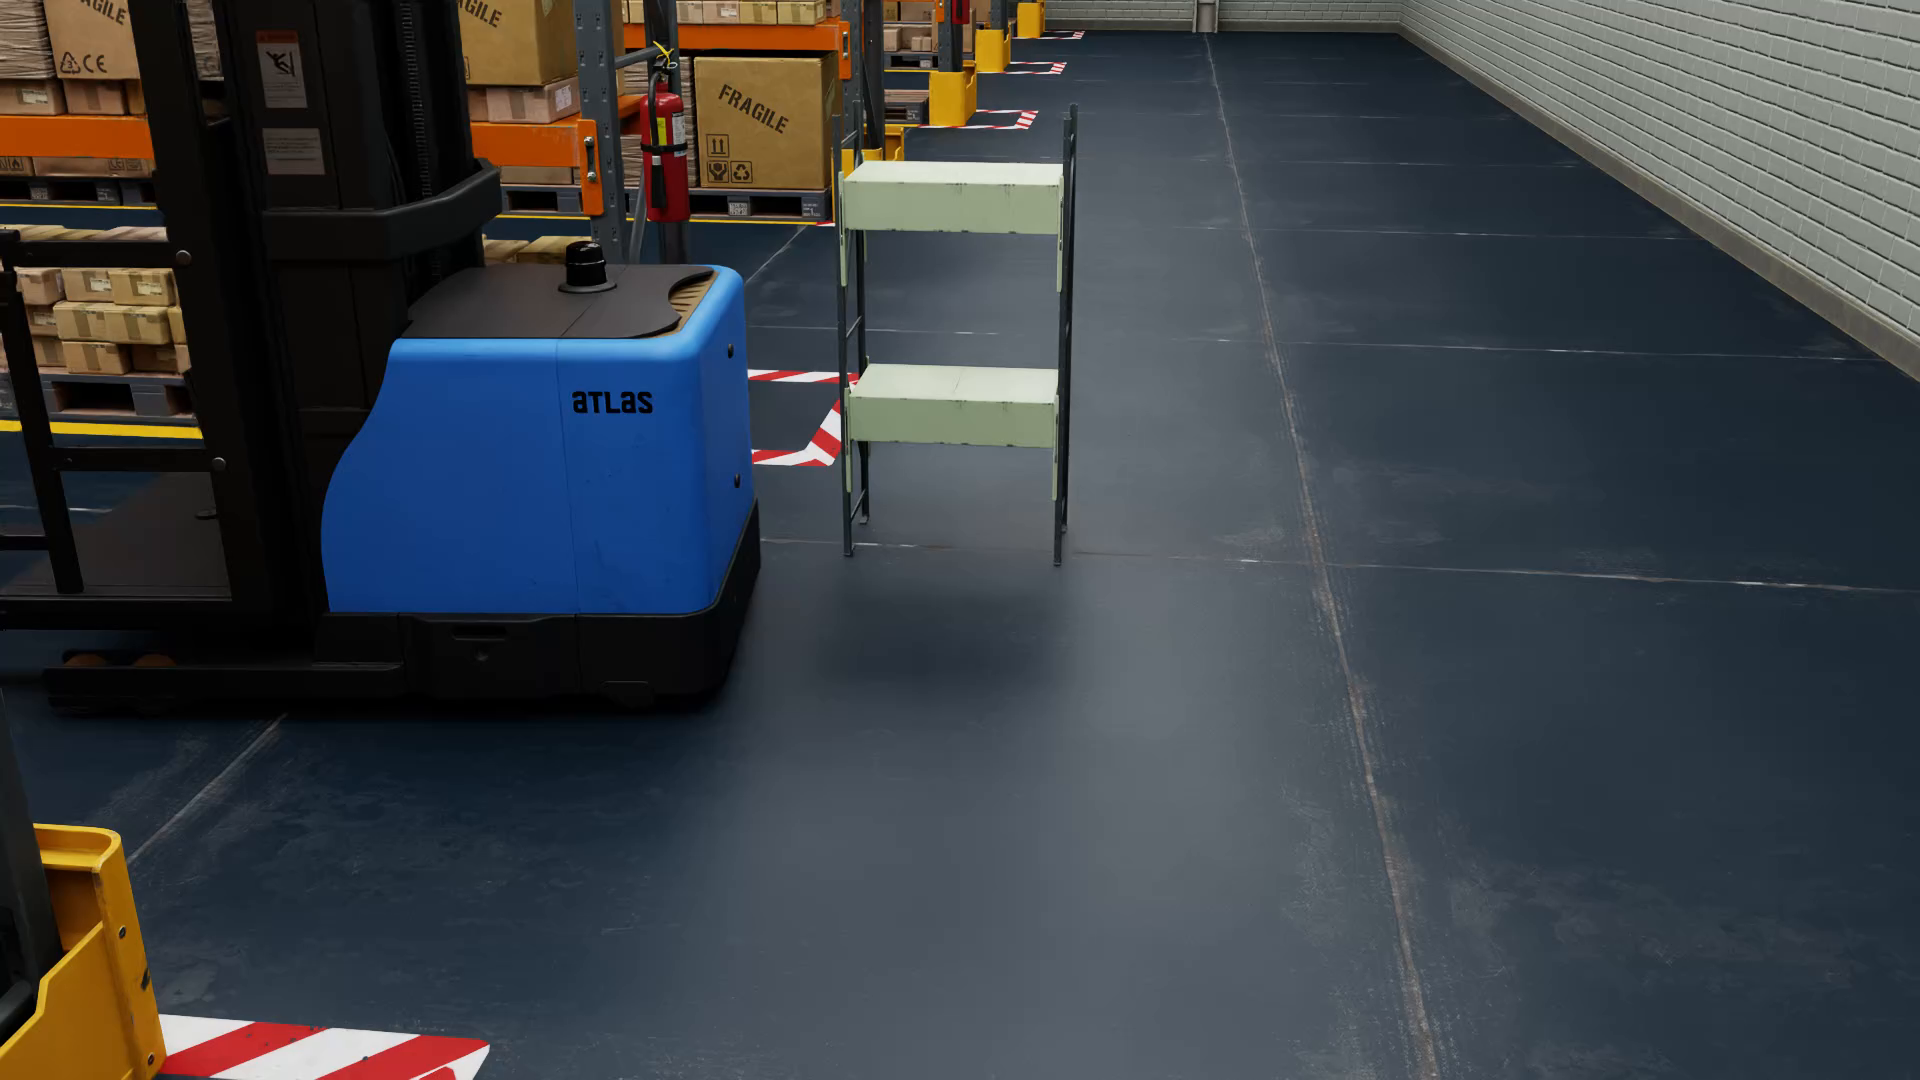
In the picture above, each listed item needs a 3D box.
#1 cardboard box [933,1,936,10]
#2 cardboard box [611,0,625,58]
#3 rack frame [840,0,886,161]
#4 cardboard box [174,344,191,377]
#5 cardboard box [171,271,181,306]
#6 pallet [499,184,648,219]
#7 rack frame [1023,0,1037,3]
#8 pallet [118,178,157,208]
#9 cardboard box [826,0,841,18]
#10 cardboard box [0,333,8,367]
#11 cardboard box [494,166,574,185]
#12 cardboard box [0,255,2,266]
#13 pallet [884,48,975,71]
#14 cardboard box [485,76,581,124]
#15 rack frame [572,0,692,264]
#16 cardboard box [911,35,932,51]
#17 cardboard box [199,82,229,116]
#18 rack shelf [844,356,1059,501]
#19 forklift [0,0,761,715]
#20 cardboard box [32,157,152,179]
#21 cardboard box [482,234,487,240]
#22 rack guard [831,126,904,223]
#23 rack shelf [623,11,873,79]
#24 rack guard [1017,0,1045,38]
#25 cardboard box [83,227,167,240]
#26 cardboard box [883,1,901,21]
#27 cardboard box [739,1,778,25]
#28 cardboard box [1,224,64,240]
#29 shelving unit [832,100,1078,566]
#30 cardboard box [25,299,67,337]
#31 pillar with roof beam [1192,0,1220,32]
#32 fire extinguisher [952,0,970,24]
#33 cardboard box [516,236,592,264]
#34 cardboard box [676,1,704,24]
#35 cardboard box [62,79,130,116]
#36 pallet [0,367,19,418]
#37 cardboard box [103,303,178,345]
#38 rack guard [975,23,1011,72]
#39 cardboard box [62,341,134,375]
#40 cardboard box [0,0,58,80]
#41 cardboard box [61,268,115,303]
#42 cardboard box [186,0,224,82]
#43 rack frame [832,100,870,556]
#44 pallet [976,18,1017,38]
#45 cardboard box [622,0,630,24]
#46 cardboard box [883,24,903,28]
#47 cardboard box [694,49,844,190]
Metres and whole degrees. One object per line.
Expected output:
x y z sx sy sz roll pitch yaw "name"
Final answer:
-0.127 -8.261 25.585 0.500 0.500 0.700 2 22 6 "cardboard box"
-1.769 -2.286 7.103 0.500 0.500 0.500 4 22 9 "cardboard box"
-0.672 -3.788 11.441 0.127 3.000 1.000 2 22 6 "rack frame"
-3.199 -0.828 7.260 0.250 0.149 0.380 3 22 7 "cardboard box"
-3.198 -1.132 7.221 0.250 0.149 0.380 2 22 4 "cardboard box"
-2.683 -2.551 12.105 1.213 0.211 1.003 2 22 6 "pallet"
1.077 -9.213 25.164 0.127 3.000 1.000 2 22 6 "rack frame"
-5.419 -2.670 12.406 1.213 0.211 1.003 2 22 6 "pallet"
-0.986 -3.807 11.831 0.250 0.149 0.380 3 22 7 "cardboard box"
-4.229 -0.895 7.430 0.250 0.149 0.380 2 22 5 "cardboard box"
-3.104 -3.071 11.947 0.875 0.875 0.875 2 22 6 "cardboard box"
-4.225 -1.180 7.343 0.250 0.149 0.380 2 22 5 "cardboard box"
-0.370 -6.145 21.196 1.213 0.211 1.003 2 22 6 "pallet"
-1.713 -1.775 6.692 0.250 0.149 0.380 3 22 6 "cardboard box"
-1.356 -1.981 6.871 0.127 3.000 1.000 2 22 6 "rack frame"
-0.463 -6.275 20.988 0.250 0.166 0.380 2 22 6 "cardboard box"
-2.982 -1.863 6.915 0.250 0.149 0.380 2 22 4 "cardboard box"
-0.007 -0.395 5.785 0.720 0.370 0.431 2 22 6 "rack shelf"
-2.183 -1.064 4.645 3.031 2.935 1.130 0 22 1 "forklift"
-6.169 -3.227 12.341 0.875 0.875 1.225 2 22 4 "cardboard box"
-2.359 -1.300 7.645 0.250 0.149 0.380 2 22 6 "cardboard box"
-0.648 -2.624 11.898 0.348 0.500 1.175 2 22 6 "rack guard"
-2.658 -3.540 11.792 4.000 0.370 1.077 2 22 6 "rack shelf"
1.101 -8.050 25.621 0.348 0.500 1.175 2 22 6 "rack guard"
-3.909 -1.358 7.791 0.250 0.149 0.380 1 22 4 "cardboard box"
-1.157 -8.303 25.691 0.500 0.500 0.700 3 22 8 "cardboard box"
-1.323 -3.577 11.249 0.250 0.149 0.380 3 22 7 "cardboard box"
-4.438 -1.375 7.836 0.250 0.149 0.380 2 22 6 "cardboard box"
-0.007 -0.698 5.665 0.755 1.500 0.431 2 22 6 "shelving unit"
-3.960 -1.021 7.344 0.250 0.149 0.380 4 22 9 "cardboard box"
3.353 -10.630 20.589 0.400 9.000 9.100 2 22 6 "pillar with roof beam"
0.007 -5.214 15.661 0.183 0.674 0.296 2 22 6 "fire extinguisher"
-1.836 -1.274 7.580 0.250 0.149 0.380 2 22 4 "cardboard box"
-1.821 -3.599 11.306 0.250 0.149 0.380 3 22 7 "cardboard box"
-3.500 -1.872 6.936 0.250 0.149 0.380 3 22 8 "cardboard box"
-4.657 -0.841 7.781 1.213 0.211 1.003 2 22 6 "pallet"
-3.475 -0.967 7.208 0.250 0.149 0.380 3 22 7 "cardboard box"
0.422 -6.245 21.057 0.348 0.500 1.175 2 22 6 "rack guard"
-3.711 -0.849 7.315 0.250 0.149 0.380 2 22 5 "cardboard box"
-3.878 -2.172 6.813 0.500 0.500 0.500 2 22 5 "cardboard box"
-3.702 -1.158 7.286 0.250 0.149 0.380 2 22 4 "cardboard box"
-2.848 -2.134 6.718 0.500 0.500 0.500 3 22 6 "cardboard box"
-0.370 -0.714 5.705 0.023 1.500 0.400 2 22 6 "rack frame"
0.274 -7.922 25.692 1.213 0.211 1.003 2 22 6 "pallet"
-2.336 -3.621 11.360 0.250 0.149 0.380 3 22 6 "cardboard box"
-1.002 -6.501 21.444 0.500 0.250 0.500 2 22 6 "cardboard box"
-1.317 -2.993 11.750 0.875 0.875 0.875 2 22 6 "cardboard box"
